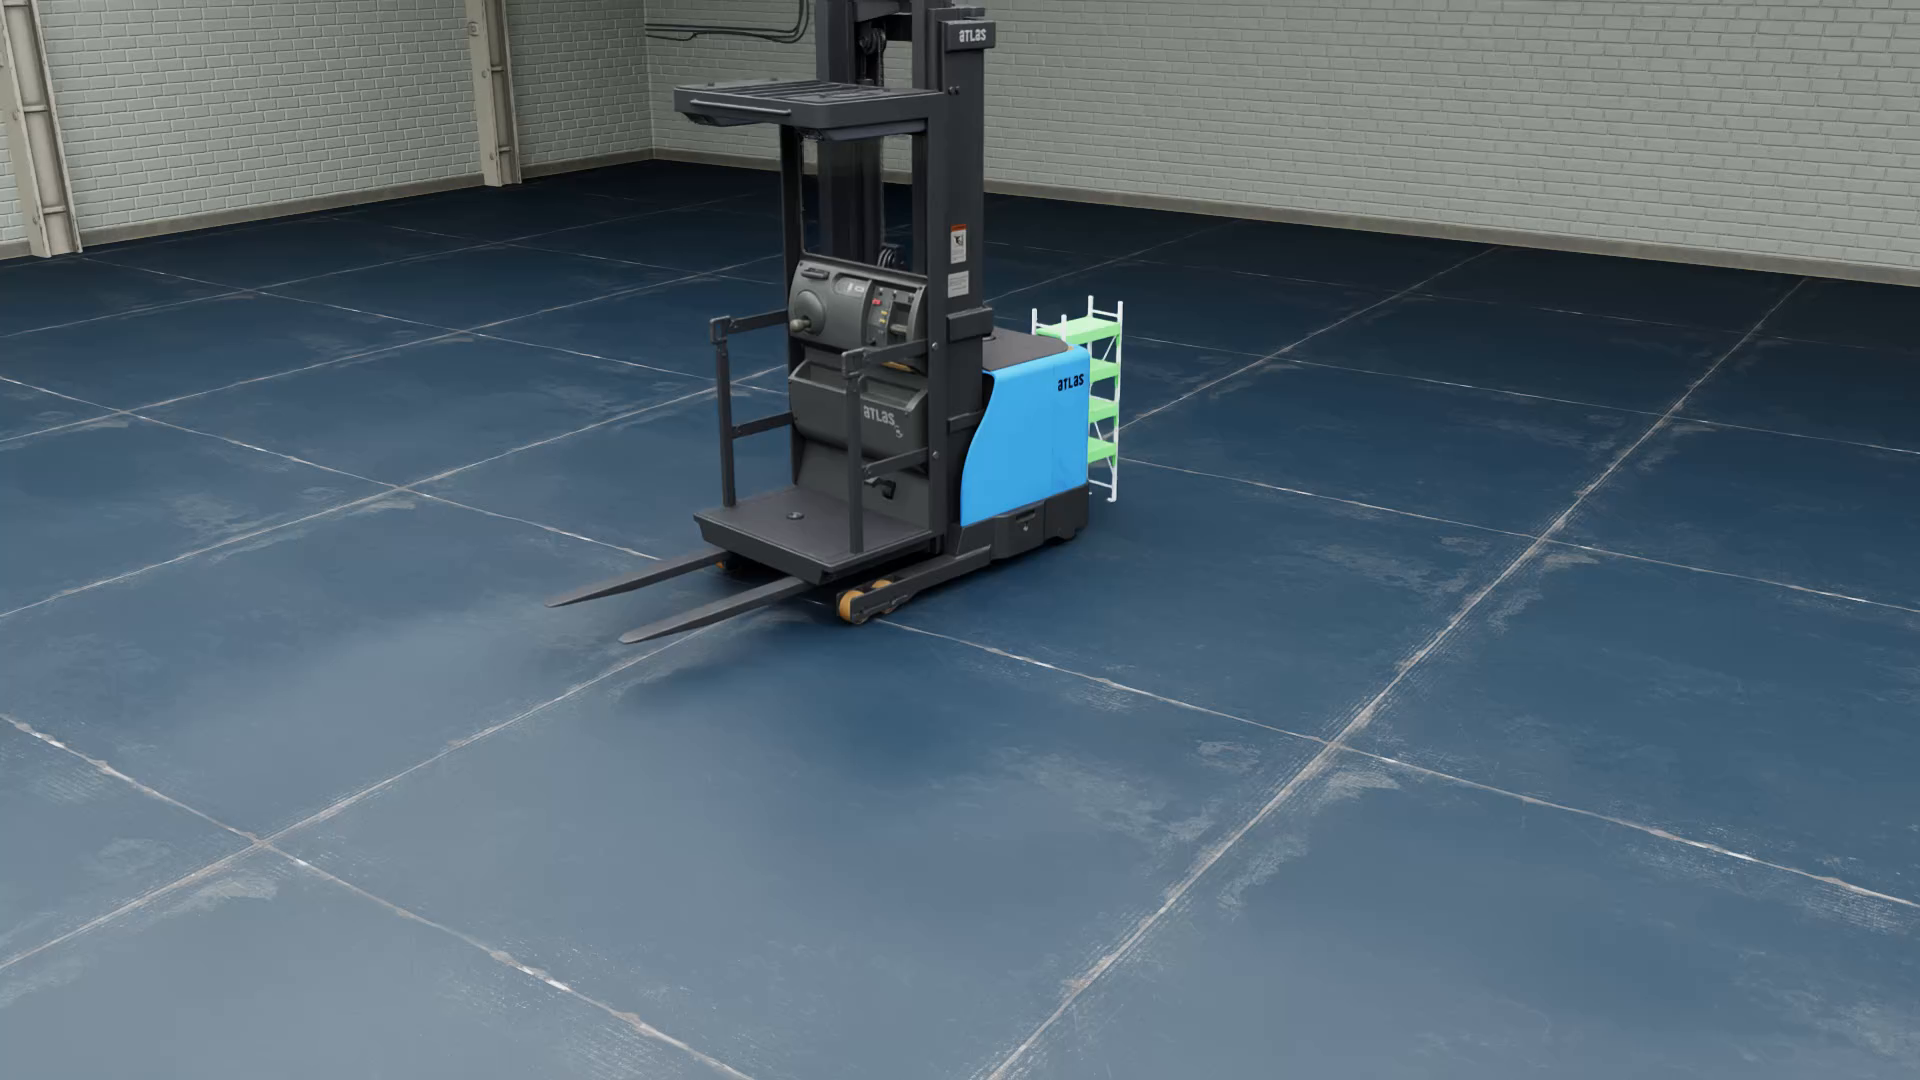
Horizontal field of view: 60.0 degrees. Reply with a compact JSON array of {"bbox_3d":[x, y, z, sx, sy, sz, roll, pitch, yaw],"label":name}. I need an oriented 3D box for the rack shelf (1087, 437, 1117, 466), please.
[{"bbox_3d":[0.665,-0.477,9.700,0.258,0.148,0.480,19,27,41],"label":"rack shelf"}]

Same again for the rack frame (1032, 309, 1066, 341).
[{"bbox_3d":[0.495,-0.701,9.431,0.240,1.200,0.015,19,27,41],"label":"rack frame"}]

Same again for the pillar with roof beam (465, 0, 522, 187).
[{"bbox_3d":[-2.493,-8.096,18.181,9.100,9.000,0.400,13,24,32],"label":"pillar with roof beam"}]

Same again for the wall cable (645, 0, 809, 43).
[{"bbox_3d":[-3.303,-8.067,22.577,3.097,2.526,0.112,13,24,32],"label":"wall cable"}]

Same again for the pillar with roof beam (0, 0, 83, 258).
[{"bbox_3d":[-5.866,-6.374,13.527,9.100,9.000,0.400,13,24,32],"label":"pillar with roof beam"}]

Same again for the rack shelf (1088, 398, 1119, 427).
[{"bbox_3d":[0.665,-0.702,9.617,0.258,0.148,0.480,19,27,41],"label":"rack shelf"}]

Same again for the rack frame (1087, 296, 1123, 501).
[{"bbox_3d":[0.836,-0.822,9.758,0.240,1.200,0.015,19,27,41],"label":"rack frame"}]

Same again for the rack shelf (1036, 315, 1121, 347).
[{"bbox_3d":[0.665,-1.152,9.450,0.258,0.148,0.480,19,27,41],"label":"rack shelf"}]

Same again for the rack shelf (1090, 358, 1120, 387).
[{"bbox_3d":[0.665,-0.927,9.533,0.258,0.148,0.480,19,27,41],"label":"rack shelf"}]

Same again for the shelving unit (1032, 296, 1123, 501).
[{"bbox_3d":[0.665,-0.762,9.594,0.258,1.200,0.503,19,27,41],"label":"shelving unit"}]

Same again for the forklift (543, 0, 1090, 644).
[{"bbox_3d":[-0.669,-1.162,8.183,1.130,2.935,3.031,19,27,41],"label":"forklift"}]
